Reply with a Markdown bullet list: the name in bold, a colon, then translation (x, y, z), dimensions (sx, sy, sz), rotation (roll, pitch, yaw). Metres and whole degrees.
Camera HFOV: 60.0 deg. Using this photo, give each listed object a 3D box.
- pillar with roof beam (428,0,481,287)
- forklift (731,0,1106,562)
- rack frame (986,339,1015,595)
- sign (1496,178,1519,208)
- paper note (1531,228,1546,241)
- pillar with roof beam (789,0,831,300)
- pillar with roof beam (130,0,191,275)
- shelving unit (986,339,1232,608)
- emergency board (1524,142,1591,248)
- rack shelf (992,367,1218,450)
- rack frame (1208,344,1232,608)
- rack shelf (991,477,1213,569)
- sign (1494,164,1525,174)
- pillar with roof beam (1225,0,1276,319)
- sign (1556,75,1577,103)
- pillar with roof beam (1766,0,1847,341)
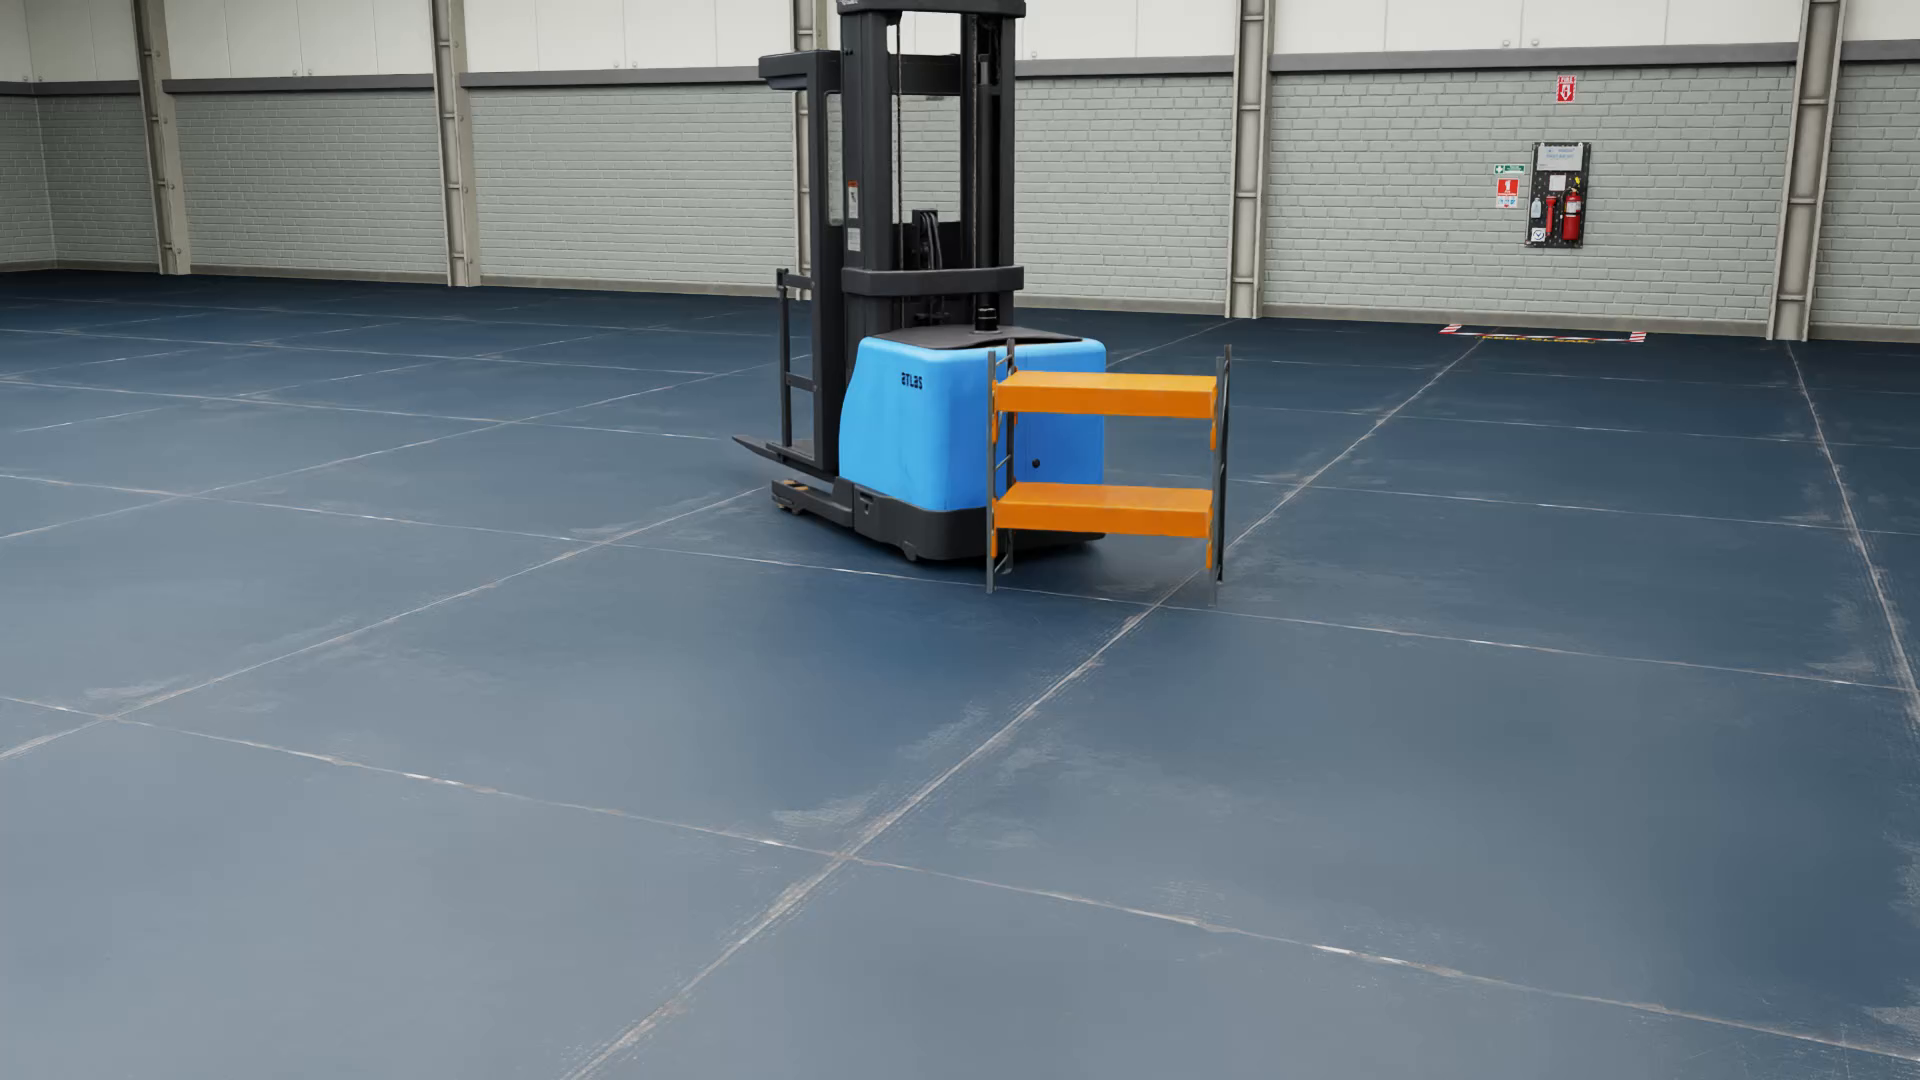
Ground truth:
- **pillar with roof beam**: translation (-9.230, -7.329, 20.291), dimensions (0.400, 9.000, 9.100), rotation (6, 14, 23)
- **forklift**: translation (-0.421, -1.610, 9.201), dimensions (1.130, 2.935, 3.031), rotation (-7, 15, -29)
- **rack frame**: translation (0.192, -0.351, 7.787), dimensions (0.032, 1.125, 0.500), rotation (3, 14, 12)
- **sign**: translation (6.263, -3.969, 19.025), dimensions (0.234, 0.329, 0.001), rotation (6, 14, 23)
- **paper note**: translation (6.593, -3.481, 18.951), dimensions (0.142, 0.148, 0.016), rotation (6, 14, 23)
- **pillar with roof beam**: translation (-3.745, -6.774, 17.925), dimensions (0.400, 9.000, 9.100), rotation (6, 14, 23)
- **pillar with roof beam**: translation (-14.716, -7.884, 22.657), dimensions (0.400, 9.000, 9.100), rotation (6, 14, 23)
- **shelving unit**: translation (0.688, -0.325, 7.679), dimensions (1.048, 1.125, 0.538), rotation (3, 14, 12)
- **emergency board**: translation (6.727, -3.879, 18.719), dimensions (0.643, 1.169, 0.194), rotation (6, 14, 23)
- **rack shelf**: translation (0.688, -0.610, 7.612), dimensions (1.000, 0.278, 0.538), rotation (3, 14, 12)
- **rack frame**: translation (1.184, -0.300, 7.570), dimensions (0.032, 1.125, 0.500), rotation (3, 14, 12)
- **rack shelf**: translation (0.688, -0.087, 7.734), dimensions (1.000, 0.278, 0.538), rotation (3, 14, 12)
- **sign**: translation (6.264, -4.225, 18.955), dimensions (0.331, 0.109, 0.001), rotation (6, 14, 23)
- **pillar with roof beam**: translation (1.741, -6.219, 15.559), dimensions (0.400, 9.000, 9.100), rotation (6, 14, 23)
- **sign**: translation (6.760, -5.029, 18.546), dimensions (0.199, 0.298, 0.001), rotation (6, 14, 23)
- **pillar with roof beam**: translation (7.227, -5.664, 13.193), dimensions (0.400, 9.000, 9.100), rotation (6, 14, 23)
